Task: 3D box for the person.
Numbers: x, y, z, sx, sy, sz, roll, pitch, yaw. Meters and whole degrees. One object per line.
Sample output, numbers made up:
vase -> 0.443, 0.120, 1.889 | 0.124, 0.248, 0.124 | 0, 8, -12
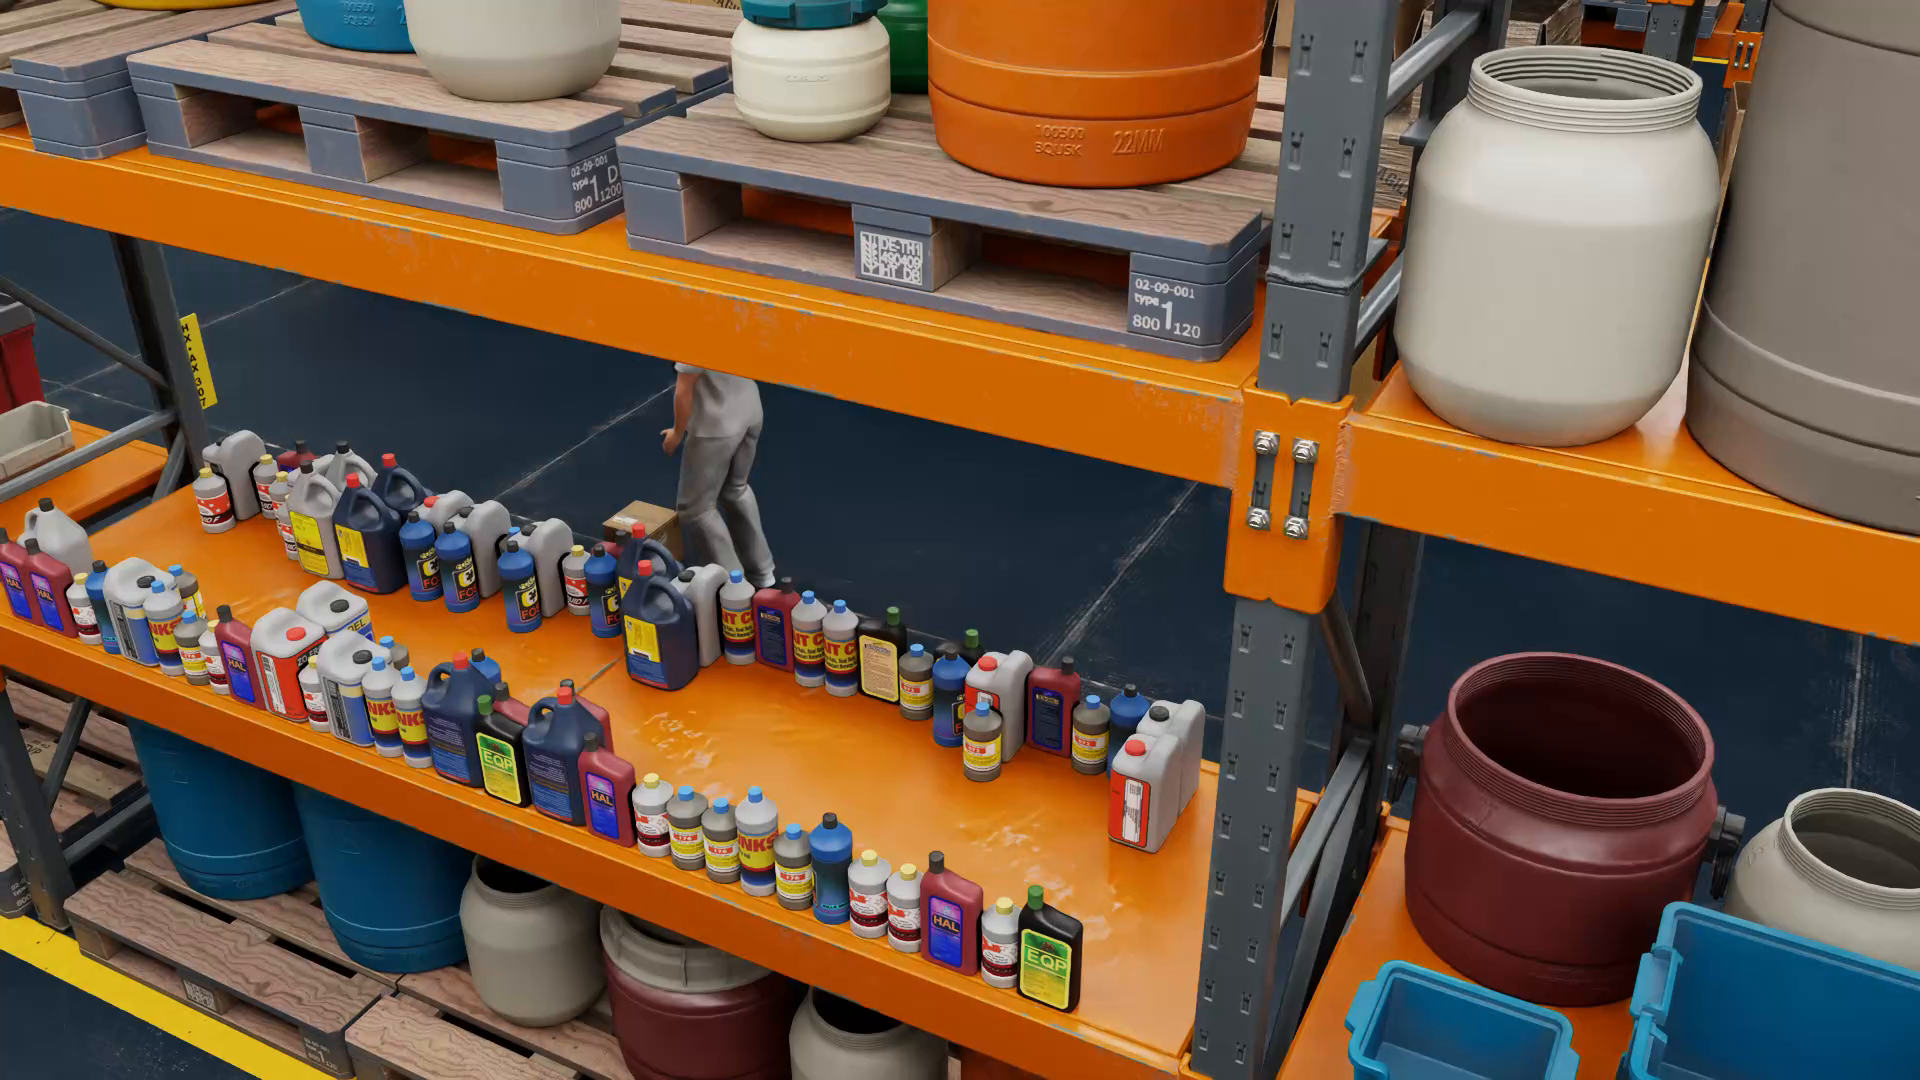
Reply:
person -> -1.026, -0.475, 6.981 | 0.351, 1.652, 0.453 | 15, 33, 24
